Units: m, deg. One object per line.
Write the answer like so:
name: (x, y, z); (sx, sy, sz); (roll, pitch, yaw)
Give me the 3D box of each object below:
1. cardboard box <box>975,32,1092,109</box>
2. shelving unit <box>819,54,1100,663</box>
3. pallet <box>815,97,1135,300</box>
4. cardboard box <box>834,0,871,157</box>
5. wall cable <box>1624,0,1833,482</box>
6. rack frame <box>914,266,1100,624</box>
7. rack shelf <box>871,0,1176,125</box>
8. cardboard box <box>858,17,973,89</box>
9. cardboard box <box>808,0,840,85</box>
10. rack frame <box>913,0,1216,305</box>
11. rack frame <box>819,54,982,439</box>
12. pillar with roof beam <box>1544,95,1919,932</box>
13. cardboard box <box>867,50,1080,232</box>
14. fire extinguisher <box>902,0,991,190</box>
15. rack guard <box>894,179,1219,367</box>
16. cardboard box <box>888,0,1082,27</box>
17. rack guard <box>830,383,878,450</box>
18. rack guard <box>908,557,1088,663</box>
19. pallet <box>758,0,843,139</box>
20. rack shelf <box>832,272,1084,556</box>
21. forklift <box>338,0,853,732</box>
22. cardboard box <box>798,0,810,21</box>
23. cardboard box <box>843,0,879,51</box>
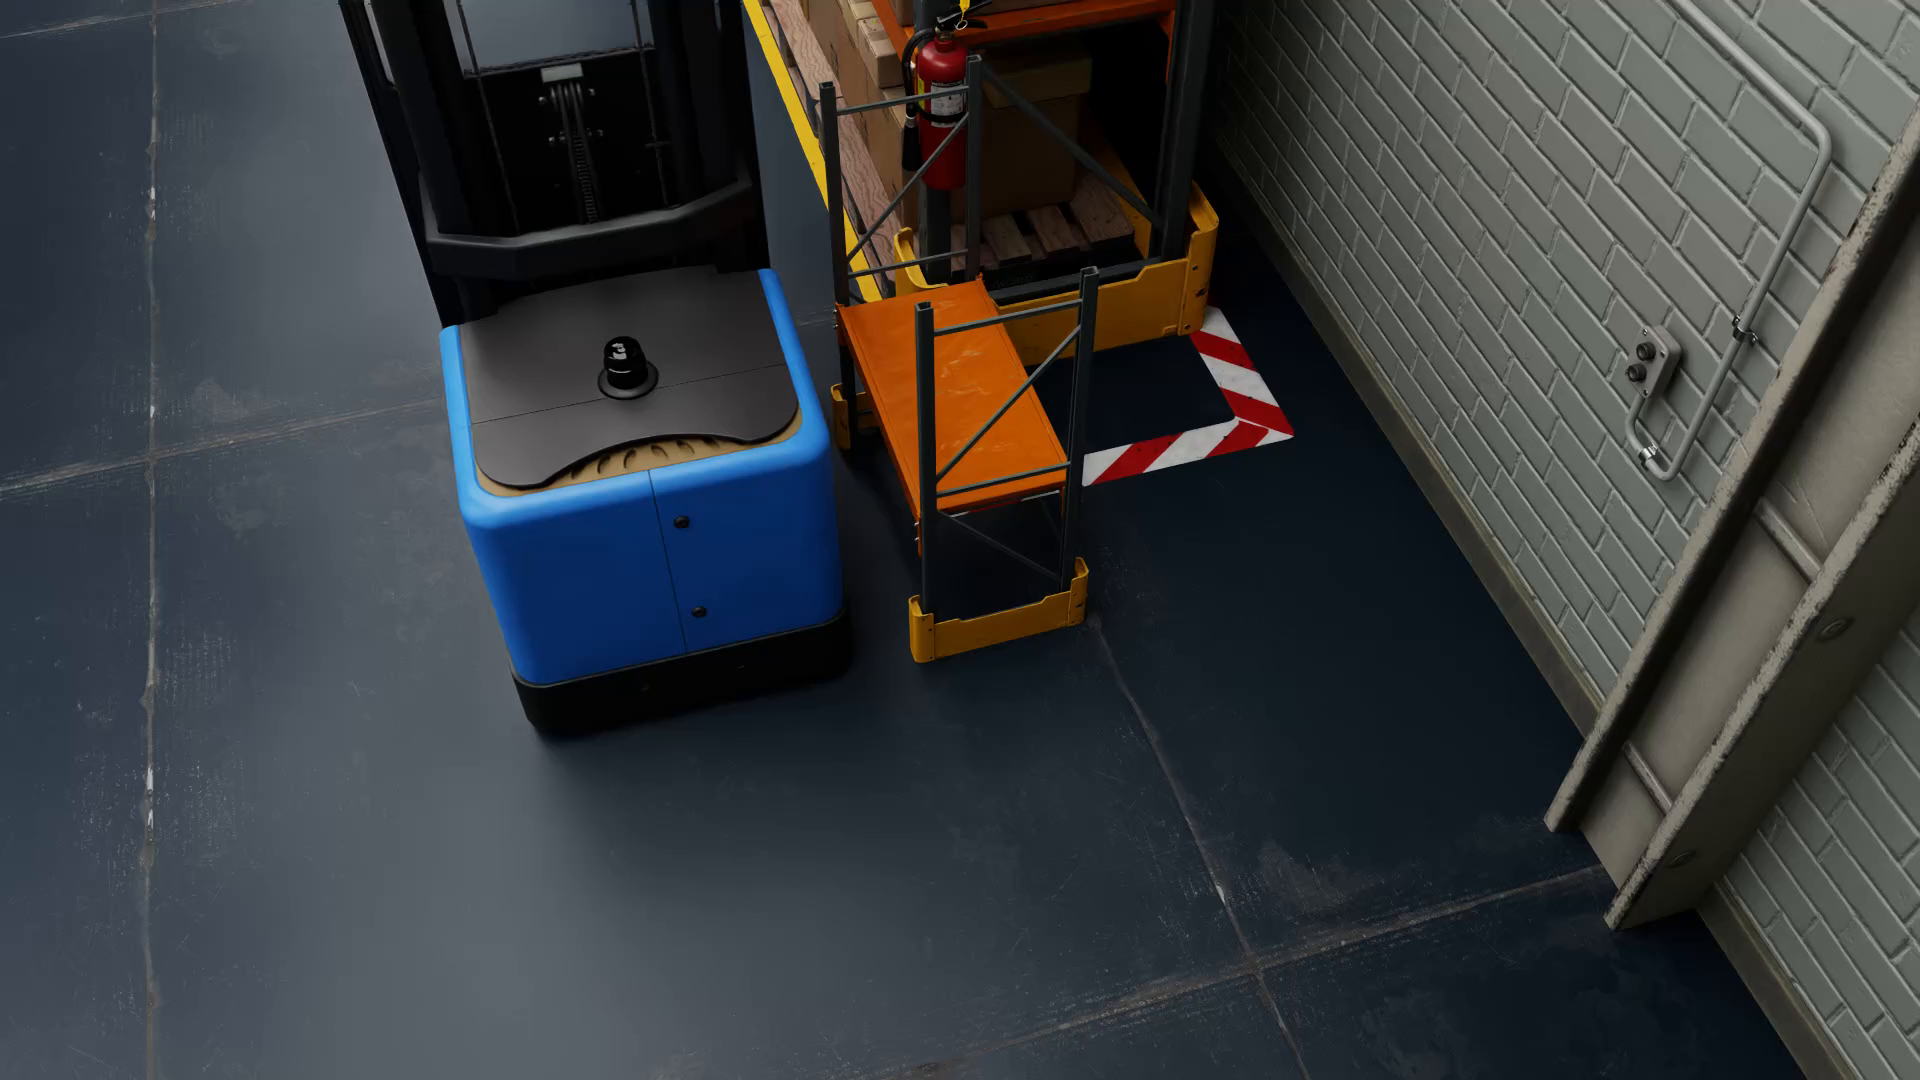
cardboard box: (0.272, -1.773, 6.219); (0.380, 0.149, 0.250); (-13, 51, -11)
shelving unit: (-0.023, -0.539, 5.223); (0.587, 1.500, 1.083); (-13, 51, -11)
pallet: (0.035, -1.460, 6.842); (1.003, 0.211, 1.213); (-13, 51, -11)
cardboard box: (-0.104, -1.976, 6.814); (0.700, 0.500, 0.500); (-13, 51, -11)
wall cable: (1.629, -1.398, 4.302); (0.084, 1.984, 1.851); (-13, 51, -11)
rack frame: (0.125, -0.174, 4.916); (0.500, 1.500, 0.032); (-13, 51, -11)
rack shelf: (-0.245, -3.021, 6.805); (1.077, 0.370, 4.000); (-13, 51, -11)
cardboard box: (-0.168, -1.872, 6.302); (0.380, 0.149, 0.250); (-14, 51, -11)
cardboard box: (-0.253, -2.343, 7.124); (0.700, 0.500, 0.500); (-15, 51, -12)
rack frame: (0.347, -1.792, 5.299); (1.000, 3.000, 0.127); (-13, 51, -11)
rack frame: (-0.176, -0.917, 5.542); (0.500, 1.500, 0.032); (-13, 51, -11)
pillar with roof beam: (-2.141, -0.976, 0.687); (9.100, 9.000, 0.400); (-13, 51, -11)
cardboard box: (0.044, -1.610, 6.506); (0.700, 0.500, 0.500); (-13, 51, -11)
fire extinguisher: (-0.050, -1.432, 5.290); (0.296, 0.674, 0.183); (-13, 51, -11)
rack guard: (0.354, -0.969, 6.240); (1.175, 0.500, 0.348); (-13, 51, -11)
cardboard box: (0.186, -2.259, 5.496); (0.980, 0.700, 0.700); (-11, 51, -9)
rack guard: (-0.170, -0.500, 6.008); (0.587, 0.250, 0.087); (-13, 51, -11)
rack guard: (0.125, 0.227, 5.395); (0.587, 0.250, 0.087); (-13, 51, -11)
pallet: (-0.322, -2.349, 7.592); (1.003, 0.211, 1.213); (-13, 51, -11)
rack shelf: (-0.025, -0.430, 5.367); (0.538, 0.185, 1.000); (-13, 51, -11)
forklift: (-1.240, -1.506, 5.102); (1.130, 2.935, 3.031); (-12, 51, -10)
cardboard box: (-0.418, -2.731, 7.450); (0.700, 0.500, 0.500); (-12, 51, -10)
cardboard box: (-0.244, -2.059, 6.460); (0.380, 0.149, 0.250); (-12, 51, -10)
